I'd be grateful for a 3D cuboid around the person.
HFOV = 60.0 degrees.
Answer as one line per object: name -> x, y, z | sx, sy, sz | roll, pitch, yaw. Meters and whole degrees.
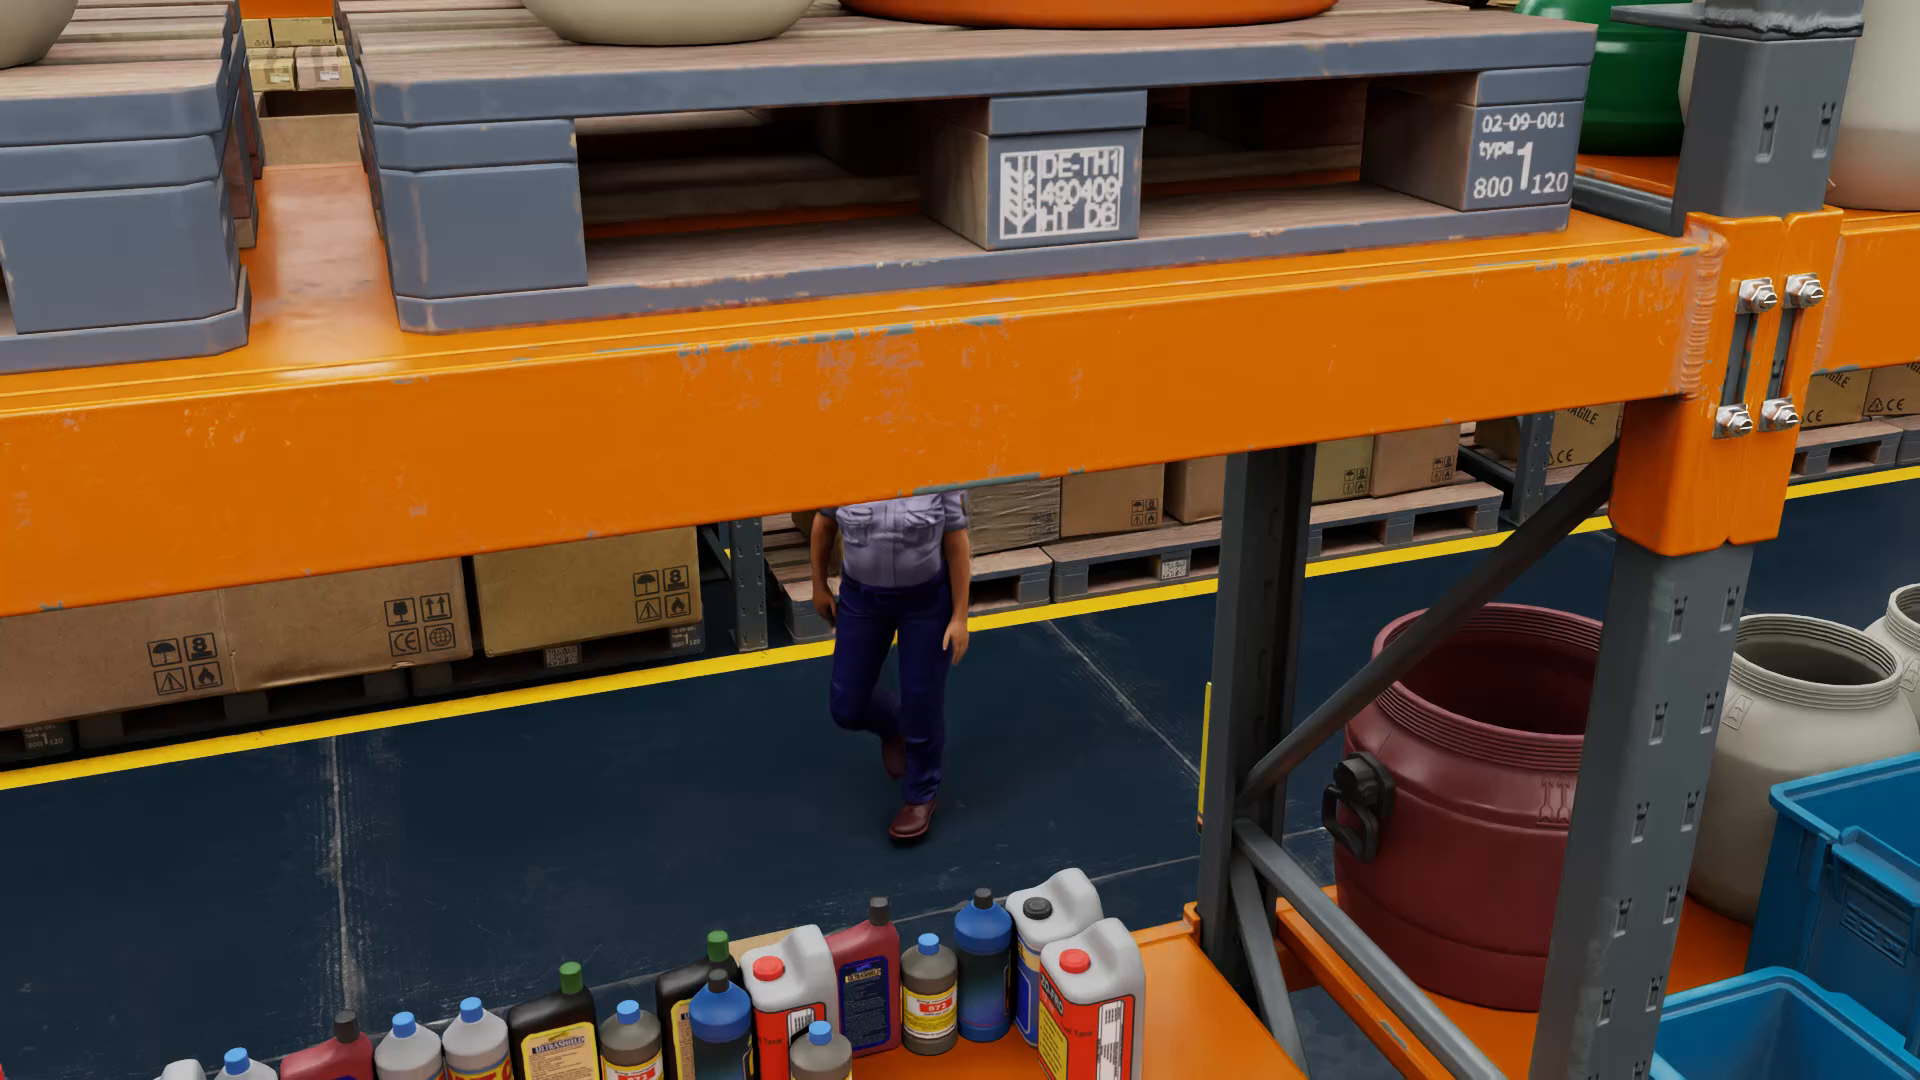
person -> -0.222, 0.192, 5.635 | 0.565, 1.614, 0.534 | 4, 23, 10
